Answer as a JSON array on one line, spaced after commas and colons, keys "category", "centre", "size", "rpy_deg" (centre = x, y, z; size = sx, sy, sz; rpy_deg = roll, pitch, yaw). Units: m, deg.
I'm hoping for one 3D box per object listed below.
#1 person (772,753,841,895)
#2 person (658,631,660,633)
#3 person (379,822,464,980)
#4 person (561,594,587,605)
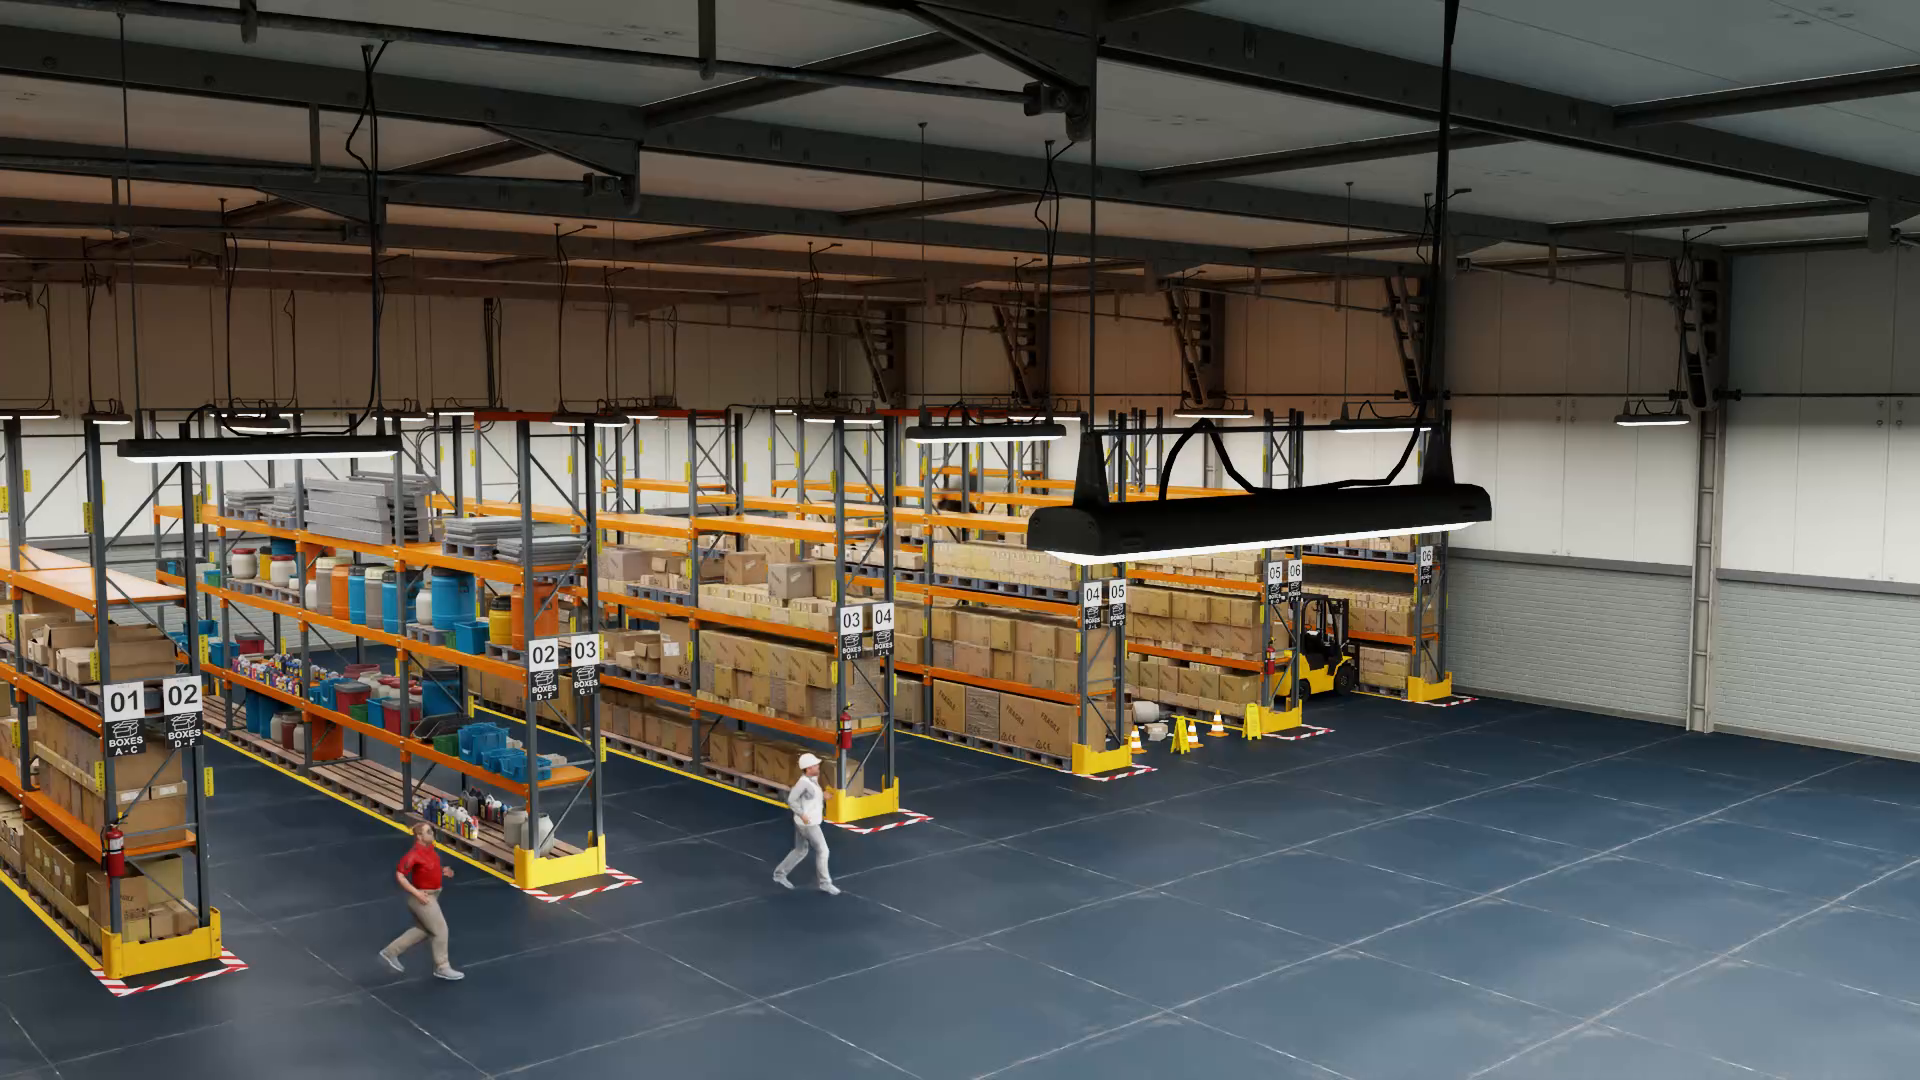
[{"category": "person", "centre": [-1.949, 3.595, 21.085], "size": [0.861, 1.813, 0.638], "rpy_deg": [-1, 5, -9]}, {"category": "person", "centre": [-6.179, 2.437, 35.115], "size": [0.578, 1.619, 0.567], "rpy_deg": [-4, 6, -37]}, {"category": "person", "centre": [-5.835, 3.901, 17.980], "size": [0.888, 1.741, 0.650], "rpy_deg": [-1, 5, -9]}, {"category": "person", "centre": [-9.376, 1.933, 39.869], "size": [0.708, 1.749, 1.002], "rpy_deg": [3, 6, 28]}]
